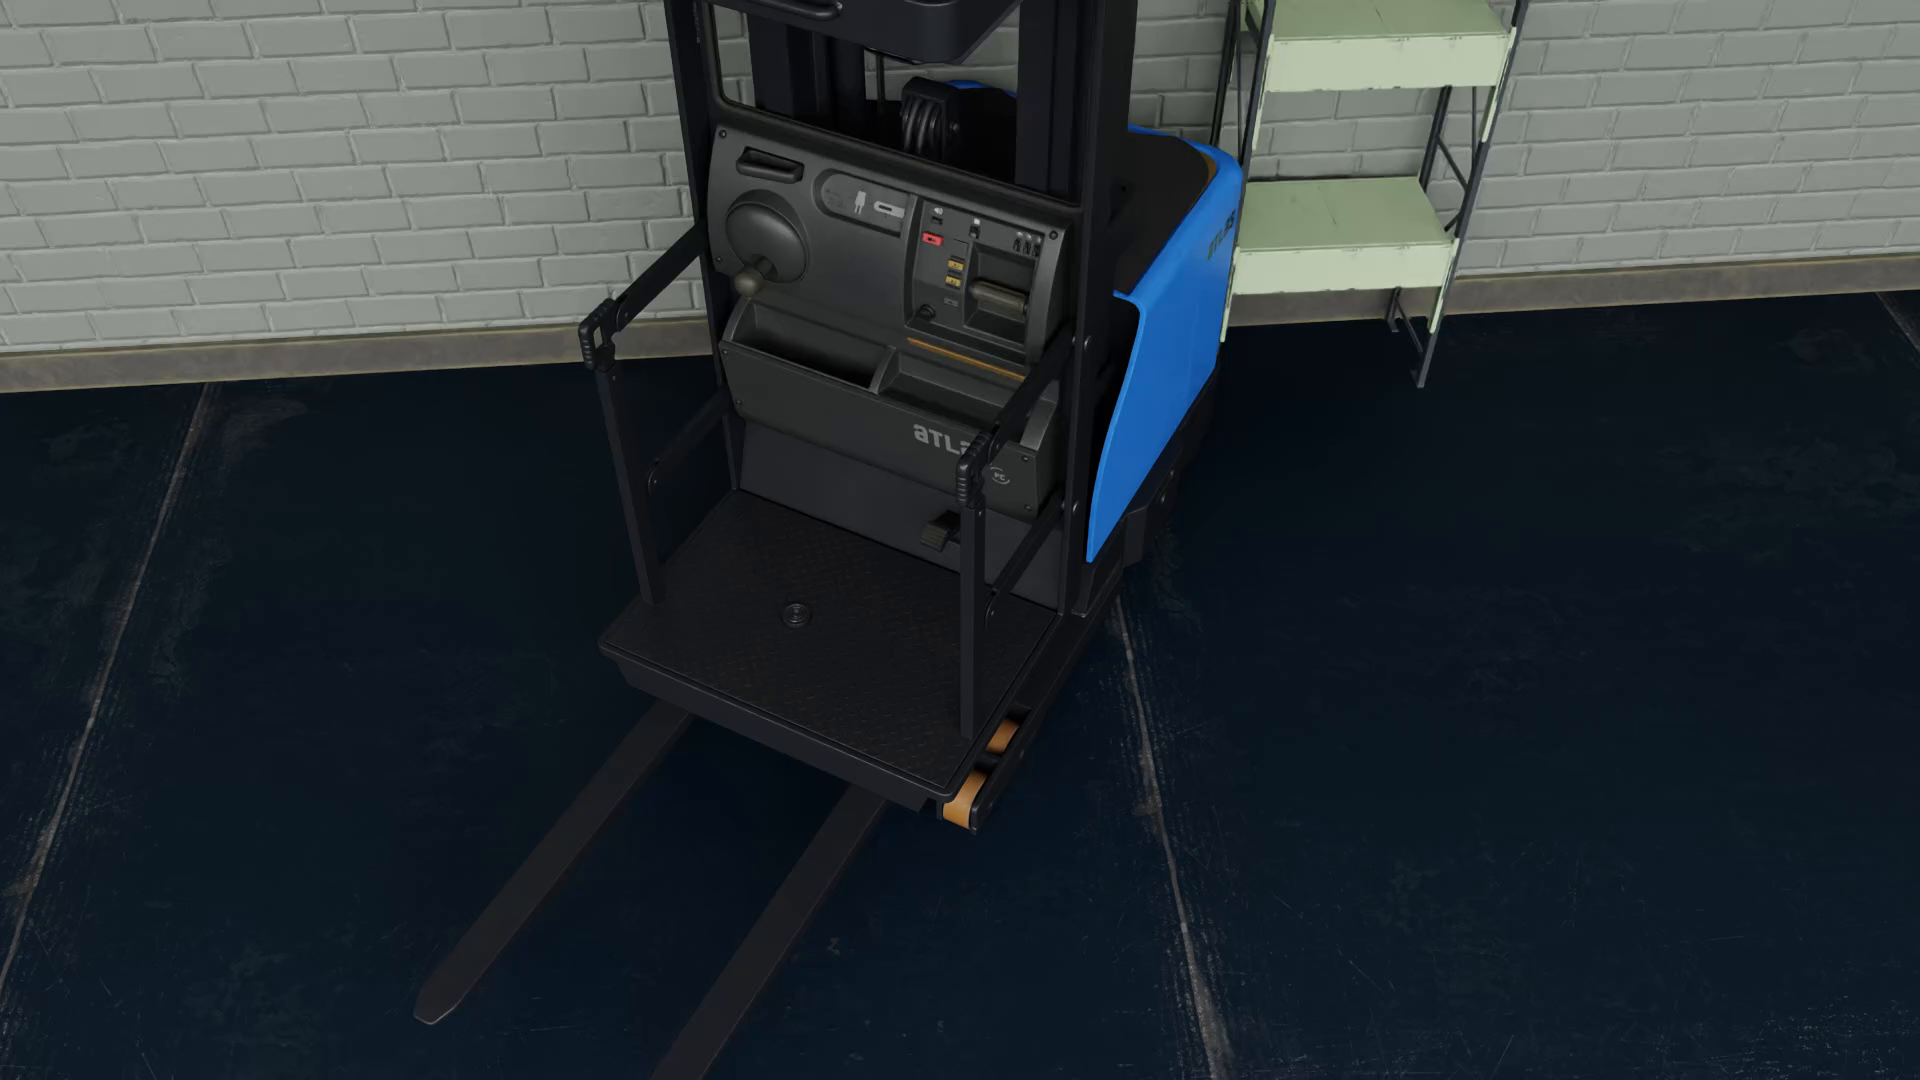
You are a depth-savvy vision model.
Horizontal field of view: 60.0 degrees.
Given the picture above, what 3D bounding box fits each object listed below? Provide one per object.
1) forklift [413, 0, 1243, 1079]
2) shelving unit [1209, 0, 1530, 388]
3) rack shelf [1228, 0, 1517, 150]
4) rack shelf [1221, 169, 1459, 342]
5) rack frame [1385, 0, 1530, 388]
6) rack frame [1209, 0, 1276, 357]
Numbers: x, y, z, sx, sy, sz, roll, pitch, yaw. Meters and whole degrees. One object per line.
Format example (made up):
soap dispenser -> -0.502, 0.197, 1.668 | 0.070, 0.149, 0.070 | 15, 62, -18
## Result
forklift -> -0.288, -0.606, 3.806 | 1.130, 2.935, 3.031 | 21, 50, 19
shelving unit -> 1.201, -1.174, 5.259 | 0.755, 1.500, 0.431 | -3, 45, -5
rack shelf -> 1.208, -1.453, 4.986 | 0.720, 0.370, 0.431 | -3, 45, -5
rack shelf -> 1.195, -0.942, 5.487 | 0.720, 0.370, 0.431 | -3, 45, -5
rack frame -> 1.565, -1.193, 5.288 | 0.023, 1.500, 0.400 | -3, 45, -5
rack frame -> 0.837, -1.155, 5.229 | 0.023, 1.500, 0.400 | -3, 45, -5
